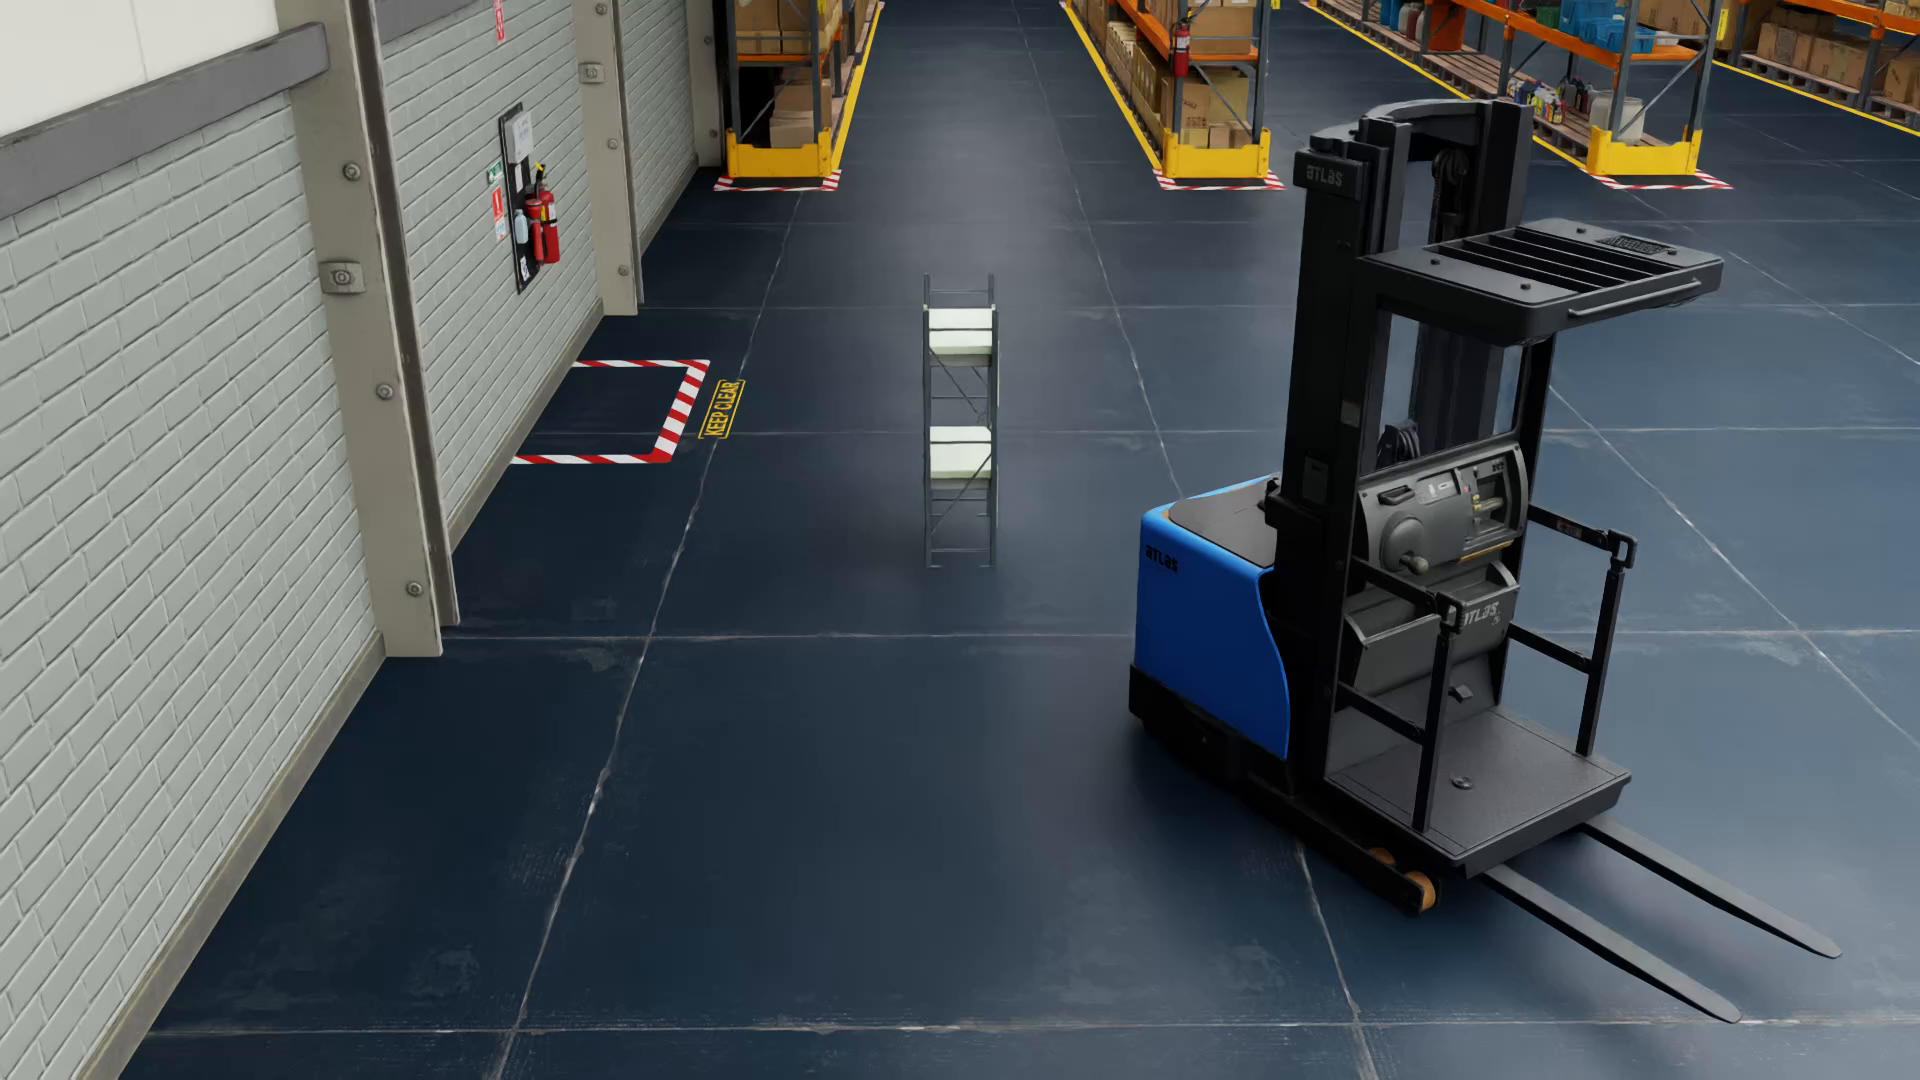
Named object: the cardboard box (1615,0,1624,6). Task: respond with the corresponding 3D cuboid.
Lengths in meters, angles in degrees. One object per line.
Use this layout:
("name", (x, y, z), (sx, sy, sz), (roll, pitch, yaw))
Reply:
("cardboard box", (12.737, -10.395, 31.163), (0.875, 0.875, 0.875), (0, 24, -1))

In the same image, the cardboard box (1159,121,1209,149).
("cardboard box", (2.597, -4.699, 19.327), (0.500, 0.250, 0.500), (0, 24, -1))

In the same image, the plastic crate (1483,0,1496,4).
("plastic crate", (7.485, -7.656, 23.057), (0.392, 0.384, 0.575), (0, 24, -1))

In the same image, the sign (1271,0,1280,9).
("sign", (3.454, -5.972, 18.167), (0.100, 0.325, 0.005), (0, 24, -1))

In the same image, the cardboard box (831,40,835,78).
("cardboard box", (-2.144, -6.953, 23.984), (0.700, 0.500, 0.500), (0, 24, 0))

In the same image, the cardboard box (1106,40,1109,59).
("cardboard box", (2.523, -7.559, 25.650), (0.500, 0.250, 0.500), (0, 24, -1))

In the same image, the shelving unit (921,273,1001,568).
("shelving unit", (0.000, -0.681, 9.435), (0.431, 1.500, 0.755), (0, 24, -1))

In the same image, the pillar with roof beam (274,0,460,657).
("pillar with roof beam", (1.508, -3.610, 6.812), (9.100, 9.000, 0.400), (0, 24, -1))

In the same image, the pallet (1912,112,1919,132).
("pallet", (12.820, -5.181, 20.950), (1.003, 0.211, 1.213), (0, 24, -1))

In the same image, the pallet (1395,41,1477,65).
("pallet", (7.714, -7.913, 26.989), (1.003, 0.211, 1.213), (0, 24, -1))

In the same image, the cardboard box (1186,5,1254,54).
("cardboard box", (2.906, -5.779, 18.767), (0.700, 0.500, 0.500), (0, 24, -1))

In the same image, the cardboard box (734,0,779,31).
("cardboard box", (-2.272, -5.993, 18.609), (0.500, 0.500, 0.500), (-1, 24, -1))

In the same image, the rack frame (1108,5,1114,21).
("rack frame", (2.811, -8.838, 25.650), (1.000, 3.000, 0.127), (0, 24, -1))

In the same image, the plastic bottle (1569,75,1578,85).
("plastic bottle", (8.103, -5.940, 21.923), (0.144, 0.351, 0.185), (-1, 24, -2))

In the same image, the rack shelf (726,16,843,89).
("rack shelf", (-2.076, -6.014, 20.279), (1.077, 0.370, 4.000), (0, 24, -1))

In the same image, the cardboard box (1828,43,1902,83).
("cardboard box", (12.789, -6.744, 23.520), (0.700, 0.500, 0.500), (0, 24, -1))

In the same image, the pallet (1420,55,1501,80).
("pallet", (7.734, -7.268, 25.565), (1.003, 0.211, 1.213), (0, 24, -1))

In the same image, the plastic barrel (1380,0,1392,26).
("plastic barrel", (7.710, -9.518, 29.191), (0.600, 0.901, 0.708), (0, 24, -1))

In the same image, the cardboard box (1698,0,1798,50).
("cardboard box", (12.730, -8.388, 26.726), (1.225, 0.875, 0.875), (-1, 24, -3))

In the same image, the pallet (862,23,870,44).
("pallet", (-2.102, -8.874, 29.115), (1.003, 0.211, 1.213), (0, 24, -1))

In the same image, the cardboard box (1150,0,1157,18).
("cardboard box", (2.866, -7.052, 21.581), (0.700, 0.500, 0.500), (-1, 24, -2))

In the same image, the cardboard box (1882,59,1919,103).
("cardboard box", (12.725, -6.120, 22.165), (0.500, 0.500, 0.500), (-1, 24, -2))

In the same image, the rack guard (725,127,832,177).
("rack guard", (-2.056, -4.410, 18.893), (1.175, 0.500, 0.348), (0, 24, -1))

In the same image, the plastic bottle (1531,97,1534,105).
("plastic bottle", (7.384, -5.607, 21.368), (0.097, 0.201, 0.097), (0, 24, 0))

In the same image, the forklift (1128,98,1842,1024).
("forklift", (2.034, -0.096, 6.406), (1.130, 2.935, 3.031), (-16, 29, -31))

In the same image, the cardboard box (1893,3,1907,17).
("cardboard box", (12.452, -6.925, 21.726), (0.380, 0.149, 0.250), (0, 24, -1))

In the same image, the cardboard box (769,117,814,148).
("cardboard box", (-1.972, -4.778, 19.404), (0.500, 0.311, 0.500), (-3, 25, -7))

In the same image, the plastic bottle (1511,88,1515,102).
("plastic bottle", (7.375, -5.918, 22.058), (0.097, 0.201, 0.097), (0, 24, 0))

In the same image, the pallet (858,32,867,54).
("pallet", (-2.086, -8.370, 28.000), (1.003, 0.211, 1.213), (0, 24, -1))

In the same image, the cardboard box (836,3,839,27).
("cardboard box", (-1.772, -6.500, 20.640), (0.500, 0.250, 0.500), (0, 24, -1))

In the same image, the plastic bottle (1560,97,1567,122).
("plastic bottle", (7.524, -5.384, 20.777), (0.061, 0.283, 0.133), (0, 24, -1))

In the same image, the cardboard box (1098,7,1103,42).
("cardboard box", (2.561, -8.497, 27.396), (0.500, 0.500, 0.500), (-1, 24, -2))

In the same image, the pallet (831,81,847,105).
("pallet", (-2.108, -6.216, 23.237), (1.003, 0.211, 1.213), (0, 24, -1))

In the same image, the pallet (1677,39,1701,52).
("pallet", (12.774, -8.437, 28.148), (1.003, 0.211, 1.213), (0, 24, -1))

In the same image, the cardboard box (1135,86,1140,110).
("cardboard box", (2.557, -5.729, 21.605), (0.500, 0.250, 0.500), (0, 24, -1))

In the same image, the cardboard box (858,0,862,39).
("cardboard box", (-2.022, -8.690, 27.424), (0.750, 0.750, 0.750), (0, 24, -1))

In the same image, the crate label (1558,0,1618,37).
("crate label", (7.561, -6.335, 20.074), (0.502, 0.435, 0.616), (0, 24, -1))

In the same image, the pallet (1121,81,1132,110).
("pallet", (2.808, -6.222, 23.252), (1.003, 0.211, 1.213), (0, 24, -1))

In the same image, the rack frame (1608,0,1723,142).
("rack frame", (7.852, -5.562, 18.408), (1.000, 3.000, 0.127), (0, 24, -1))

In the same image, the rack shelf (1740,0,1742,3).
("rack shelf", (12.695, -9.377, 27.716), (1.077, 0.370, 4.000), (0, 24, -1))

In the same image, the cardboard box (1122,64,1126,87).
("cardboard box", (2.557, -6.506, 23.322), (0.500, 0.250, 0.500), (-1, 24, -1))

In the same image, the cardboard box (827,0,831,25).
("cardboard box", (-1.755, -6.202, 19.070), (0.500, 0.500, 0.500), (0, 24, 0))

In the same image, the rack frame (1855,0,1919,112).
("rack frame", (12.761, -7.232, 22.101), (1.000, 3.000, 0.127), (0, 24, -1))

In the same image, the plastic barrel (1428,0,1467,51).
("plastic barrel", (7.742, -8.262, 26.502), (0.600, 0.830, 0.708), (0, 24, -1))

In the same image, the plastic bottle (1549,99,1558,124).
("plastic bottle", (7.374, -5.328, 20.652), (0.061, 0.283, 0.133), (0, 24, 1))

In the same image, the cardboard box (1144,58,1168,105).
("cardboard box", (2.566, -5.659, 20.539), (0.500, 0.500, 0.500), (0, 24, -1))

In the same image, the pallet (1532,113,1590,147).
("pallet", (7.790, -5.159, 20.900), (1.003, 0.211, 1.213), (0, 24, -1))

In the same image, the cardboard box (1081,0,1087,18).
("cardboard box", (2.478, -9.781, 30.236), (0.500, 0.500, 0.500), (0, 24, -1))

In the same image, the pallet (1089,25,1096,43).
("pallet", (2.814, -8.880, 29.129), (1.003, 0.211, 1.213), (0, 24, -1))

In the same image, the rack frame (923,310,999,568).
("rack frame", (0.004, -0.530, 9.101), (0.400, 1.500, 0.023), (0, 24, -1))

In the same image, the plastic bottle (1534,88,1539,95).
("plastic bottle", (7.443, -5.695, 21.478), (0.097, 0.271, 0.097), (0, 24, 0))

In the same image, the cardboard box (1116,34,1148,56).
("cardboard box", (2.547, -7.176, 24.123), (0.500, 0.311, 0.500), (-1, 24, -1))
